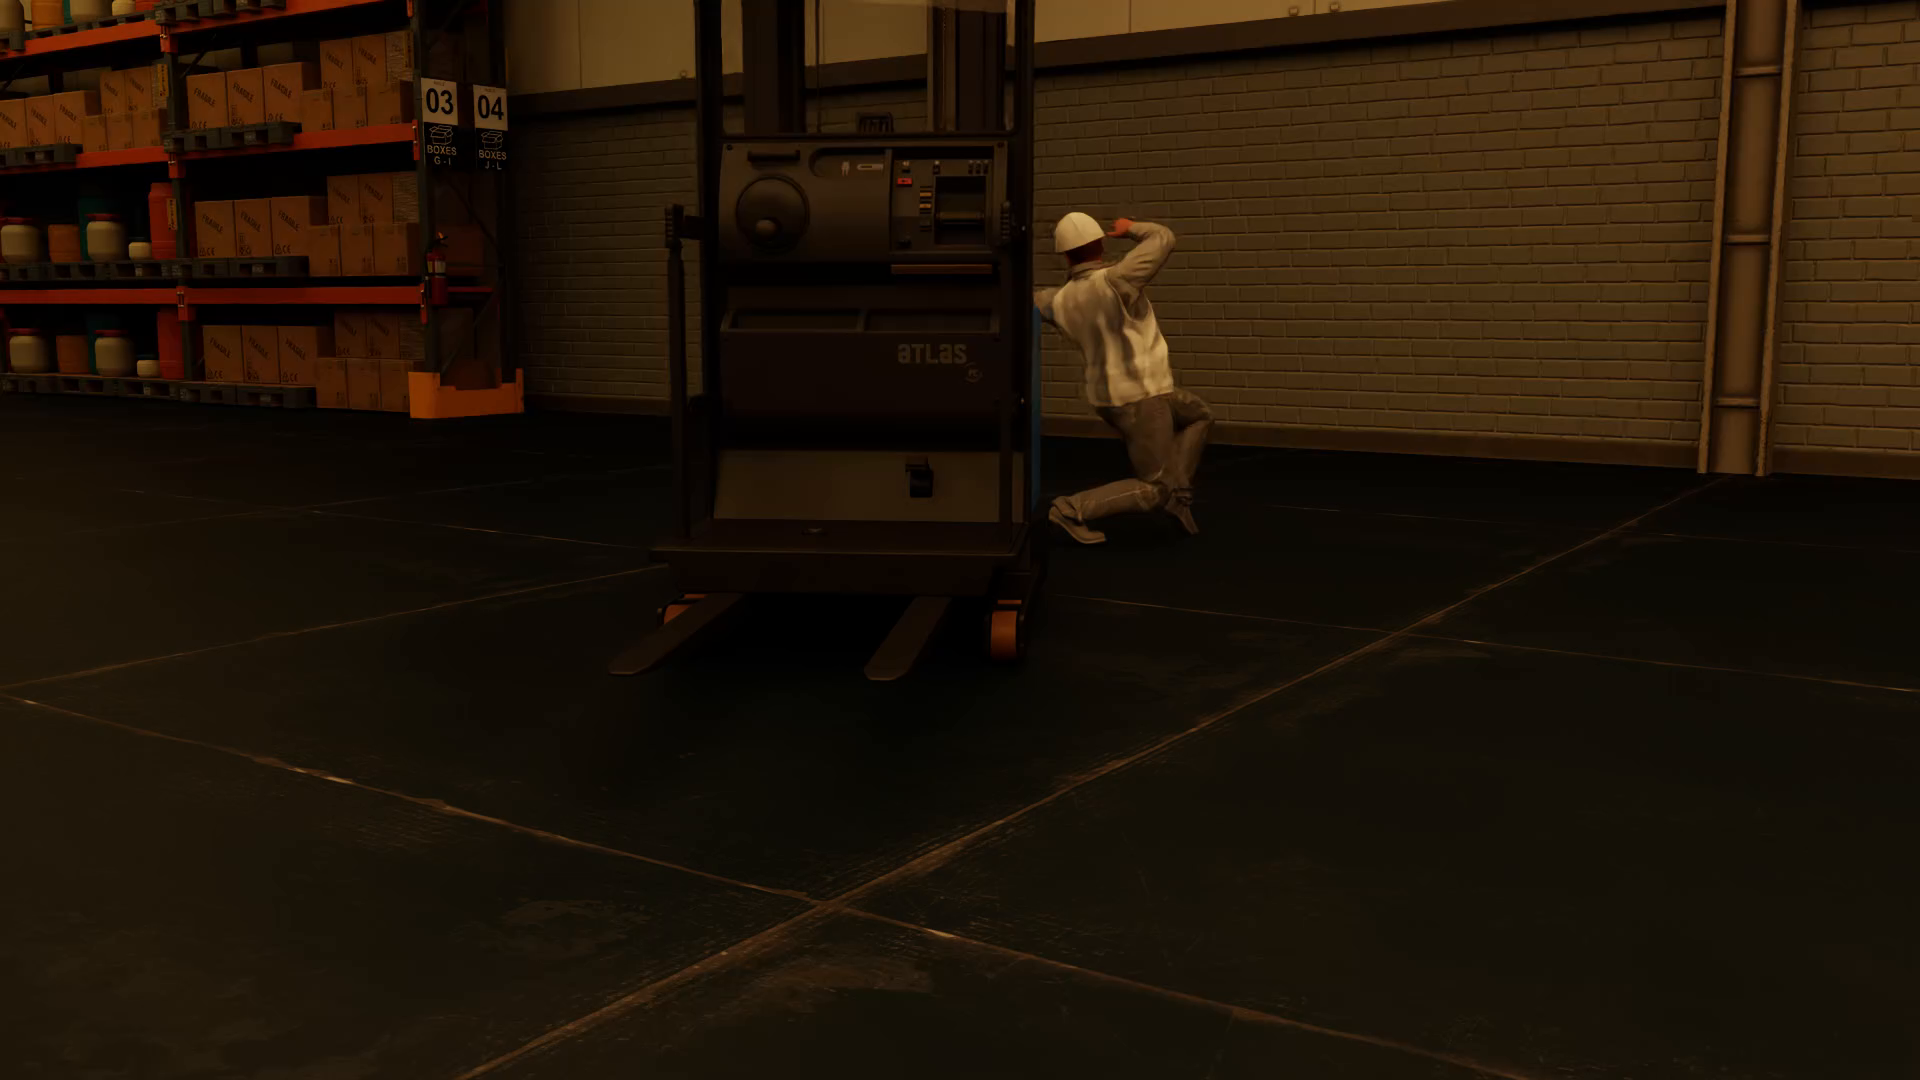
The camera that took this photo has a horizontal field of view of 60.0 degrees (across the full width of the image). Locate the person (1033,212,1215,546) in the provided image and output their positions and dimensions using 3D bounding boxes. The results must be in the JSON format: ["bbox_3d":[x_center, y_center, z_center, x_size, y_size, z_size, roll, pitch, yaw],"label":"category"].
[{"bbox_3d":[0.704,-0.749,7.745,0.896,1.494,1.042,-3,9,-21],"label":"person"}]

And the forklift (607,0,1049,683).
[{"bbox_3d":[-0.330,-1.129,5.132,1.130,2.935,3.031,1,8,6],"label":"forklift"}]
